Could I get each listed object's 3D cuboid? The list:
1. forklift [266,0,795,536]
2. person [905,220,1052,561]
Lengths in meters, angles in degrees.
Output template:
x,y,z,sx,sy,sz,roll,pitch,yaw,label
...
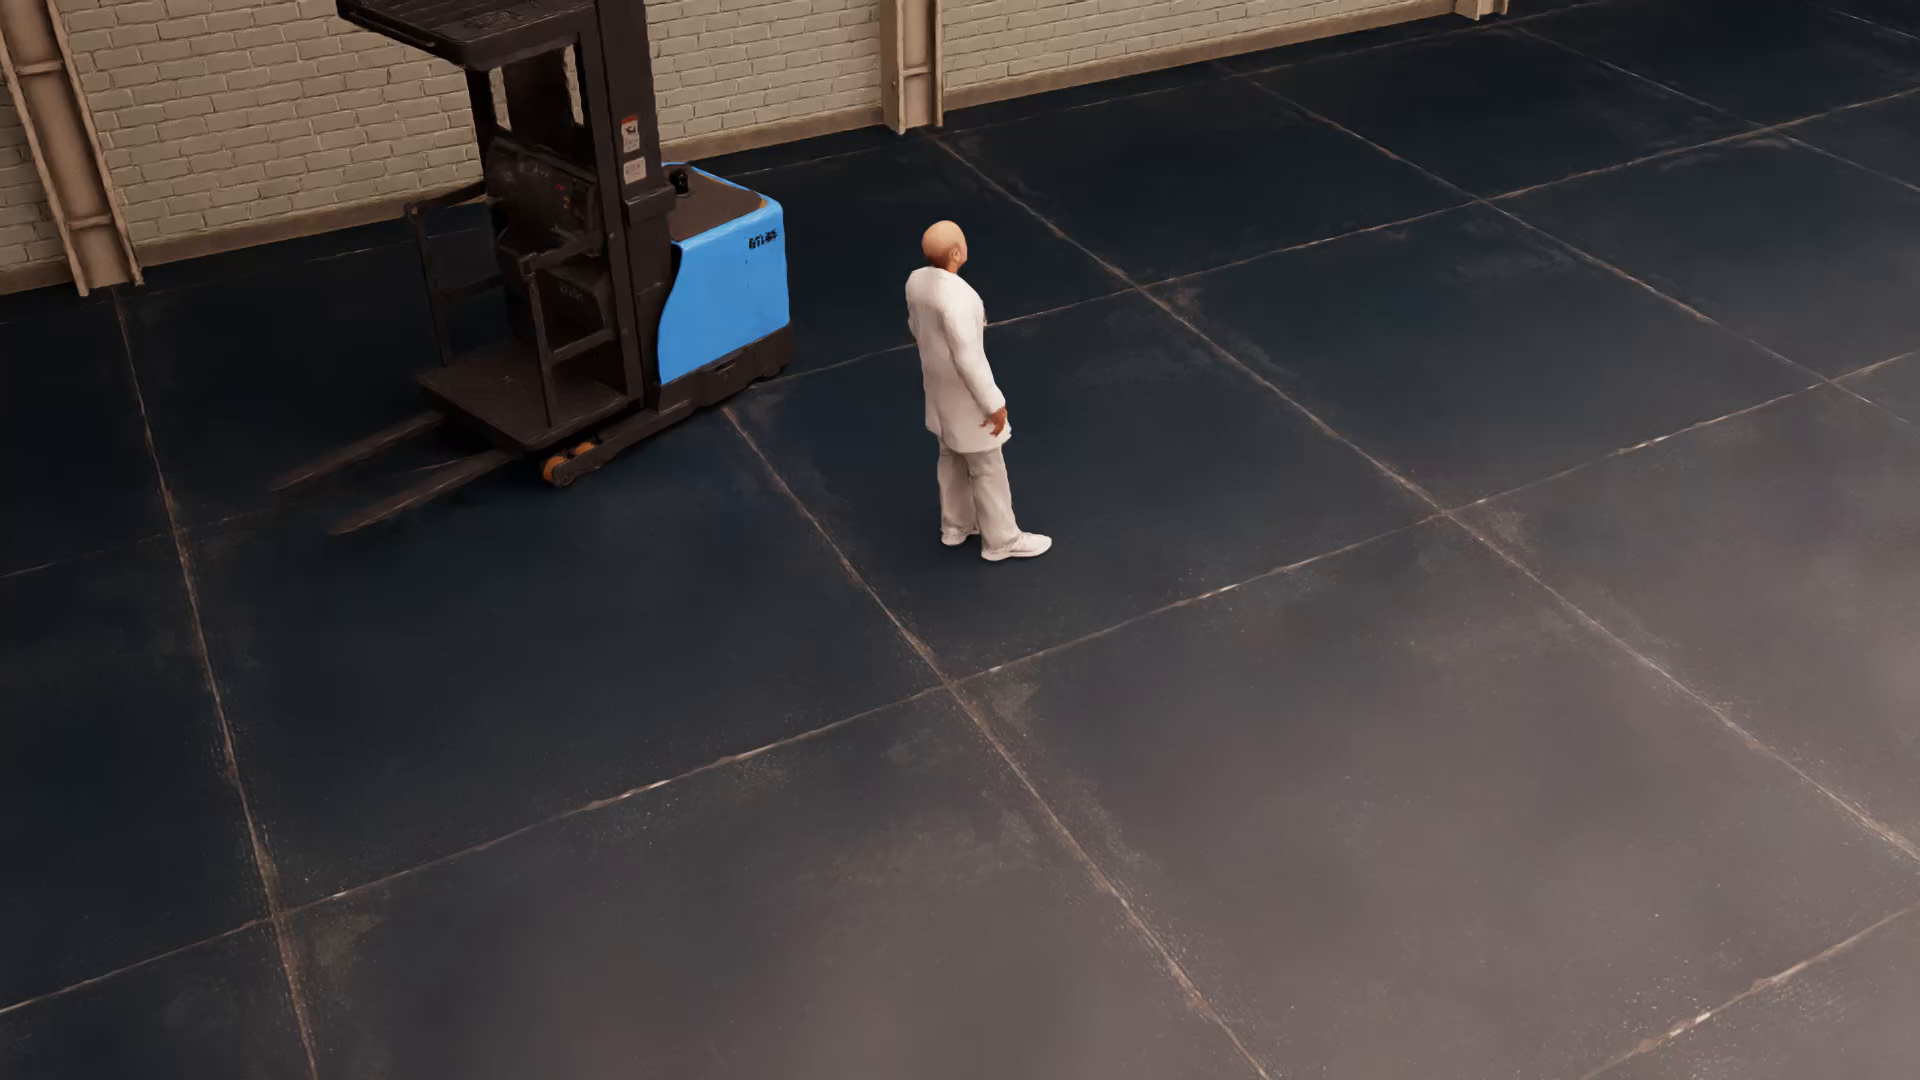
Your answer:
x,y,z,sx,sy,sz,roll,pitch,yaw,label
-2.363,-1.816,8.692,1.130,2.935,3.031,27,44,33,forklift
0.082,-0.754,8.177,0.579,1.776,0.694,-17,39,-23,person
